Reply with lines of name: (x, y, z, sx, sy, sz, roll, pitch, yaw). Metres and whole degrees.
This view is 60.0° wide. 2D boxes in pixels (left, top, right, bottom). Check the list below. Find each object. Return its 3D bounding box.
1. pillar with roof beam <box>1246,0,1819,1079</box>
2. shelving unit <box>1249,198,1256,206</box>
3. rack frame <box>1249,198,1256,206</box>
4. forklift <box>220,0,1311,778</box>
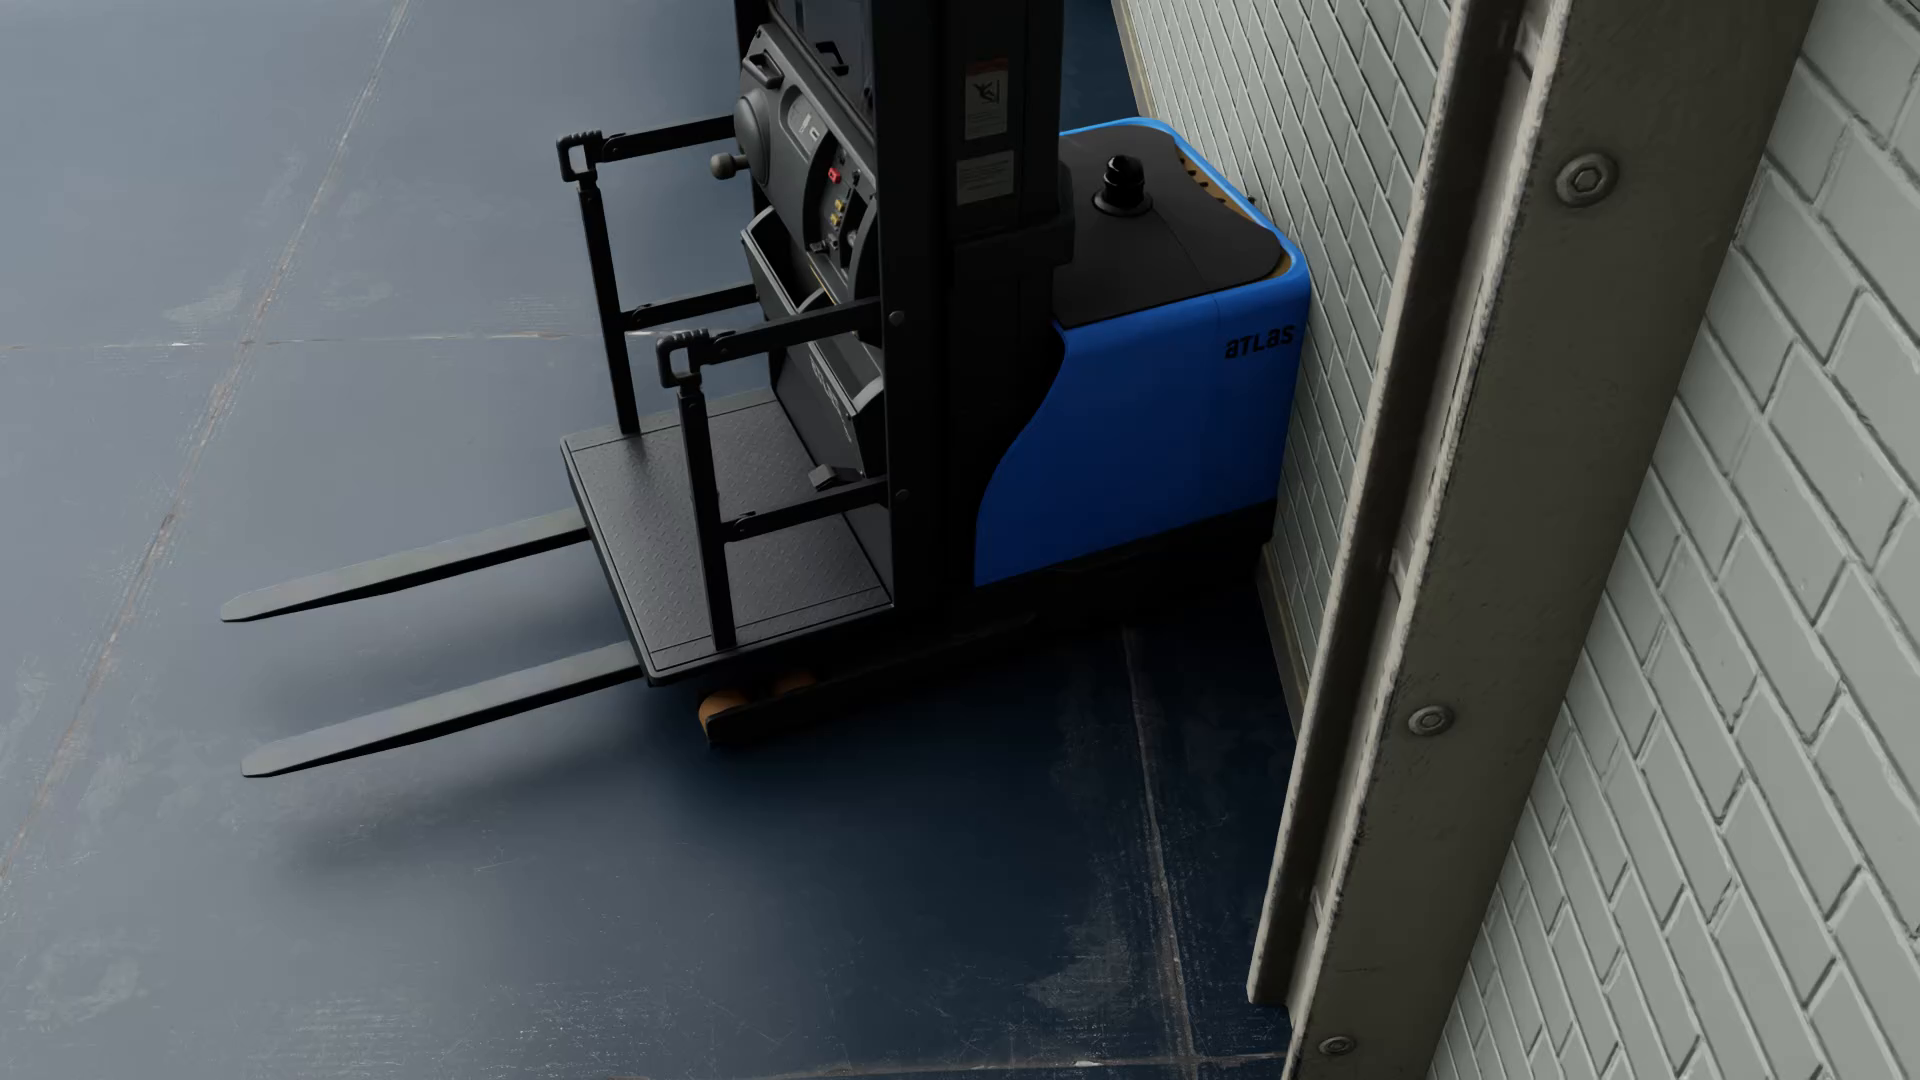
pillar with roof beam: (-3.439, -1.980, 0.750, 9.100, 9.000, 0.400, -2, 43, -2)
shelving unit: (0.755, -0.648, 5.296, 0.258, 0.900, 0.210, 3, 43, -2)
rack frame: (0.756, -0.717, 5.371, 0.240, 0.900, 0.006, 3, 43, -2)
forklift: (-0.574, -0.916, 4.080, 3.031, 2.935, 1.130, -16, 45, -17)
